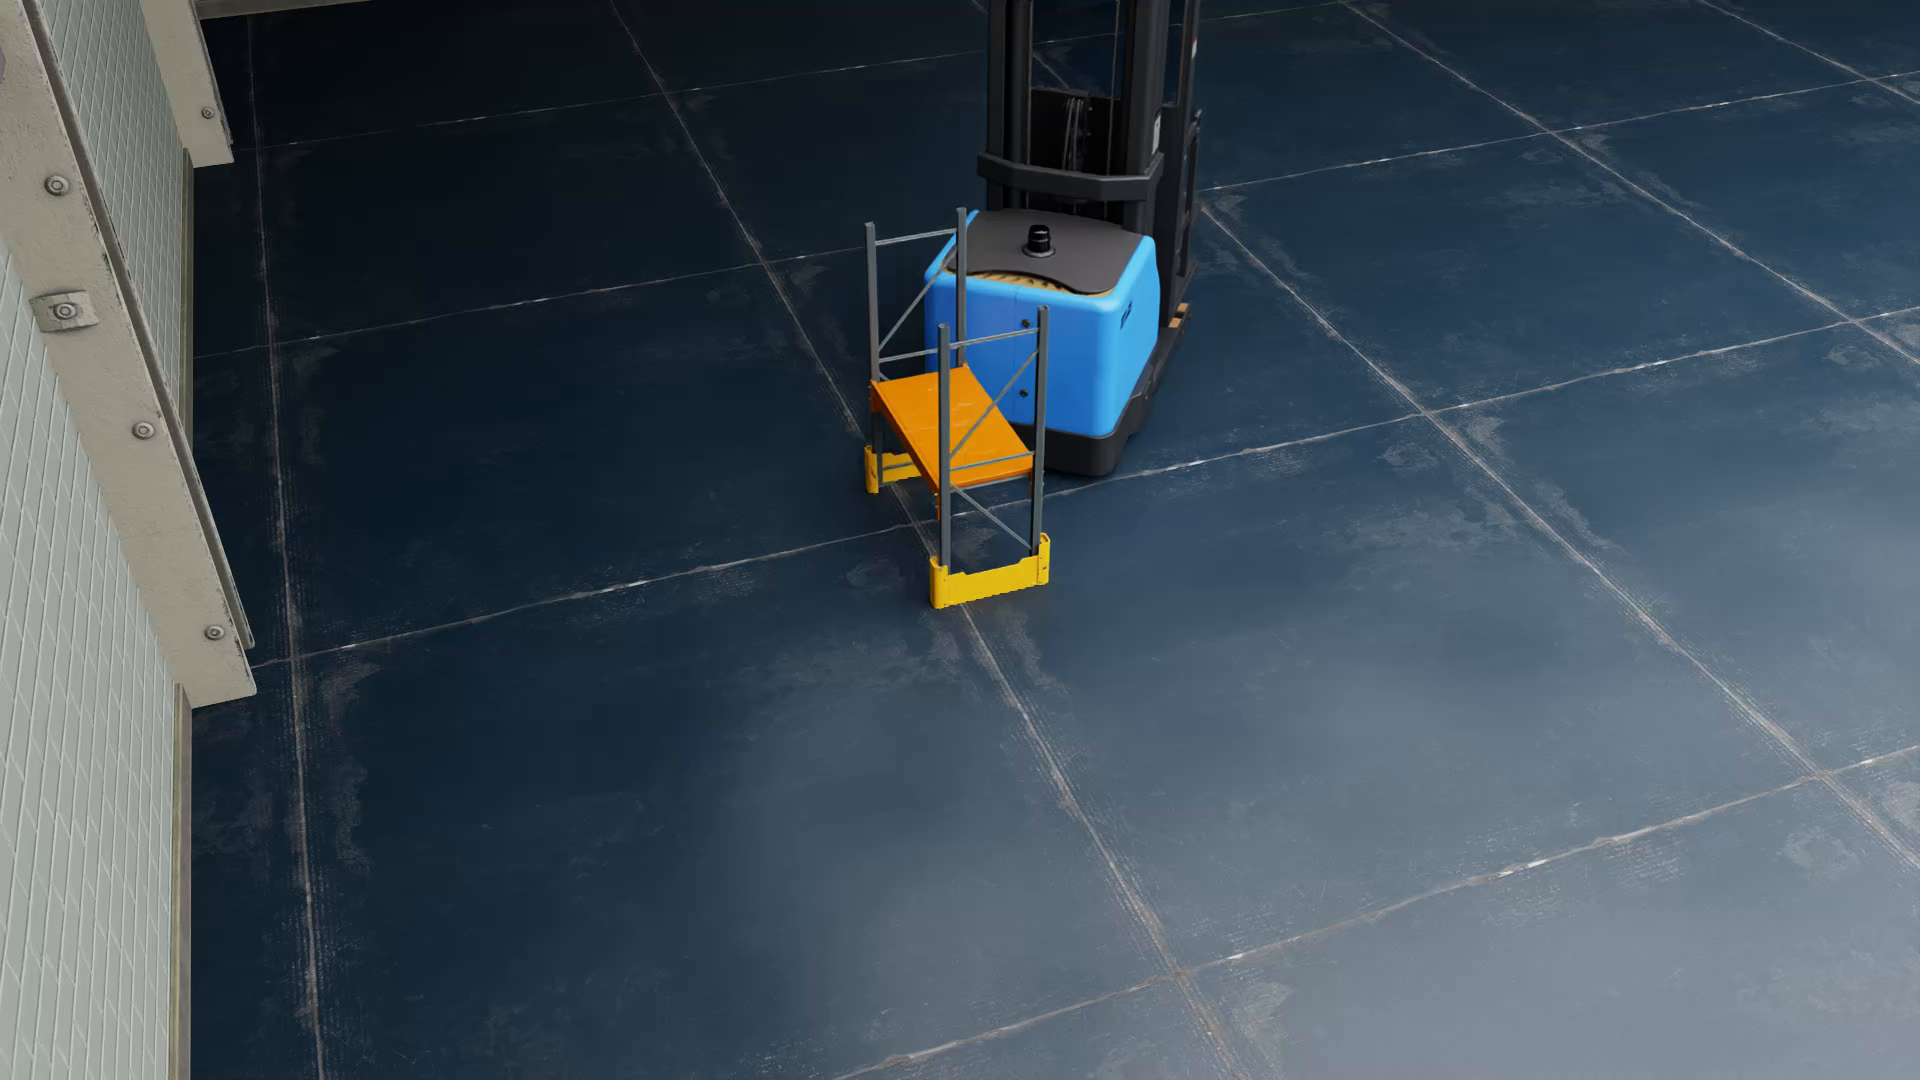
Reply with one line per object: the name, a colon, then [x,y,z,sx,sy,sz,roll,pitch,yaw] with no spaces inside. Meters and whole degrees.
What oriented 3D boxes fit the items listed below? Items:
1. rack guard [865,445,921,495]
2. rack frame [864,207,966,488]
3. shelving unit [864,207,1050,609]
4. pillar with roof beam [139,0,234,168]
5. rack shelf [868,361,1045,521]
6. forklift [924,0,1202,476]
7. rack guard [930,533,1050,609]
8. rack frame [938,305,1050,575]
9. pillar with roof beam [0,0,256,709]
rack guard: [-0.205,-0.415,8.653,0.587,0.250,0.087,-13,39,-16]
rack frame: [-0.210,-0.926,8.292,0.500,1.500,0.032,-13,39,-16]
shelving unit: [-0.030,-0.634,7.904,0.587,1.500,1.083,-13,39,-16]
pillar with roof beam: [-1.367,-7.269,10.481,9.100,9.000,0.400,-12,39,-16]
rack shelf: [-0.033,-0.495,8.019,0.538,0.185,1.000,-13,39,-16]
forklift: [0.761,-2.390,9.047,1.130,2.935,3.031,12,39,15]
rack guard: [0.142,0.146,7.907,0.587,0.250,0.087,-13,39,-16]
rack frame: [0.144,-0.352,7.531,0.500,1.500,0.032,-13,39,-16]
pillar with roof beam: [0.698,-3.880,5.981,9.100,9.000,0.400,-12,39,-16]
